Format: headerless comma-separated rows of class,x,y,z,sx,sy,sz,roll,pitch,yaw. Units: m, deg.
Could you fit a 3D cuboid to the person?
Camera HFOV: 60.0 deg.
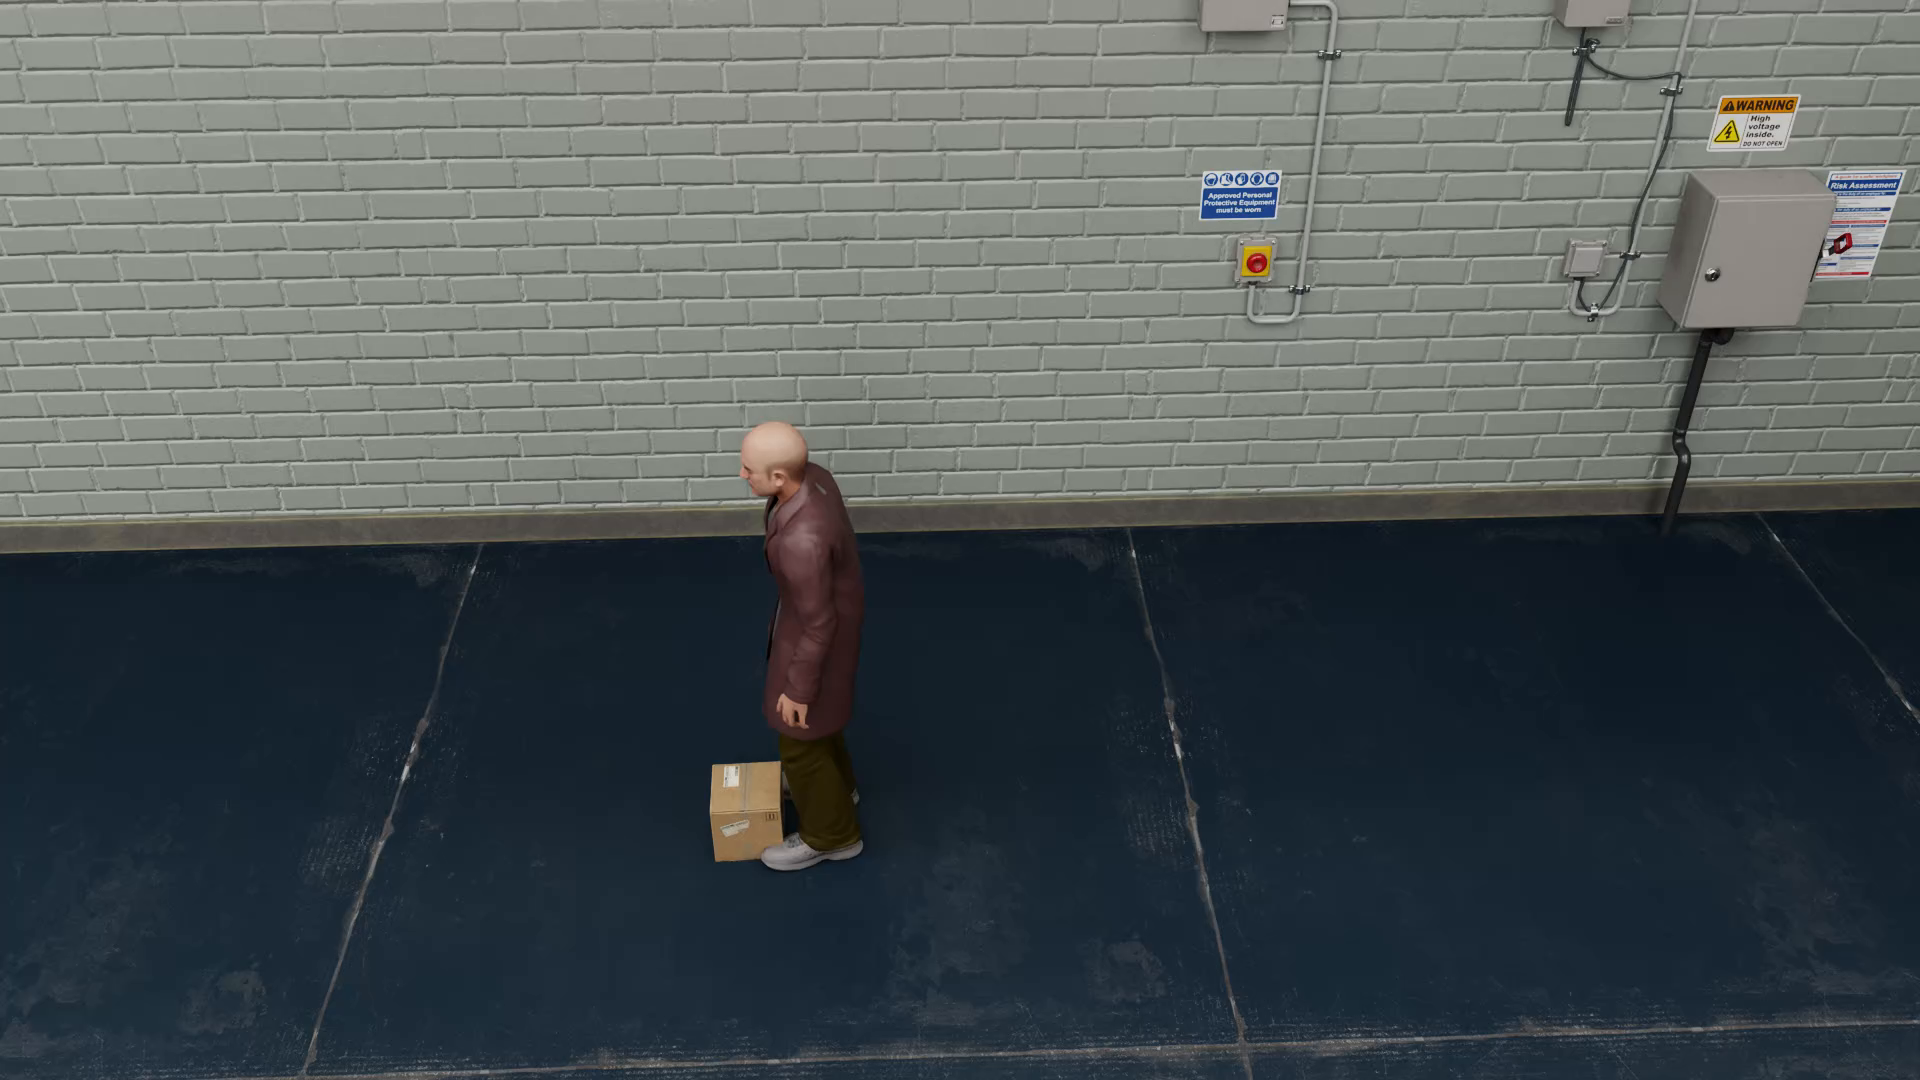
person,-0.523,0.359,5.641,0.416,1.774,0.655,-2,35,-4
